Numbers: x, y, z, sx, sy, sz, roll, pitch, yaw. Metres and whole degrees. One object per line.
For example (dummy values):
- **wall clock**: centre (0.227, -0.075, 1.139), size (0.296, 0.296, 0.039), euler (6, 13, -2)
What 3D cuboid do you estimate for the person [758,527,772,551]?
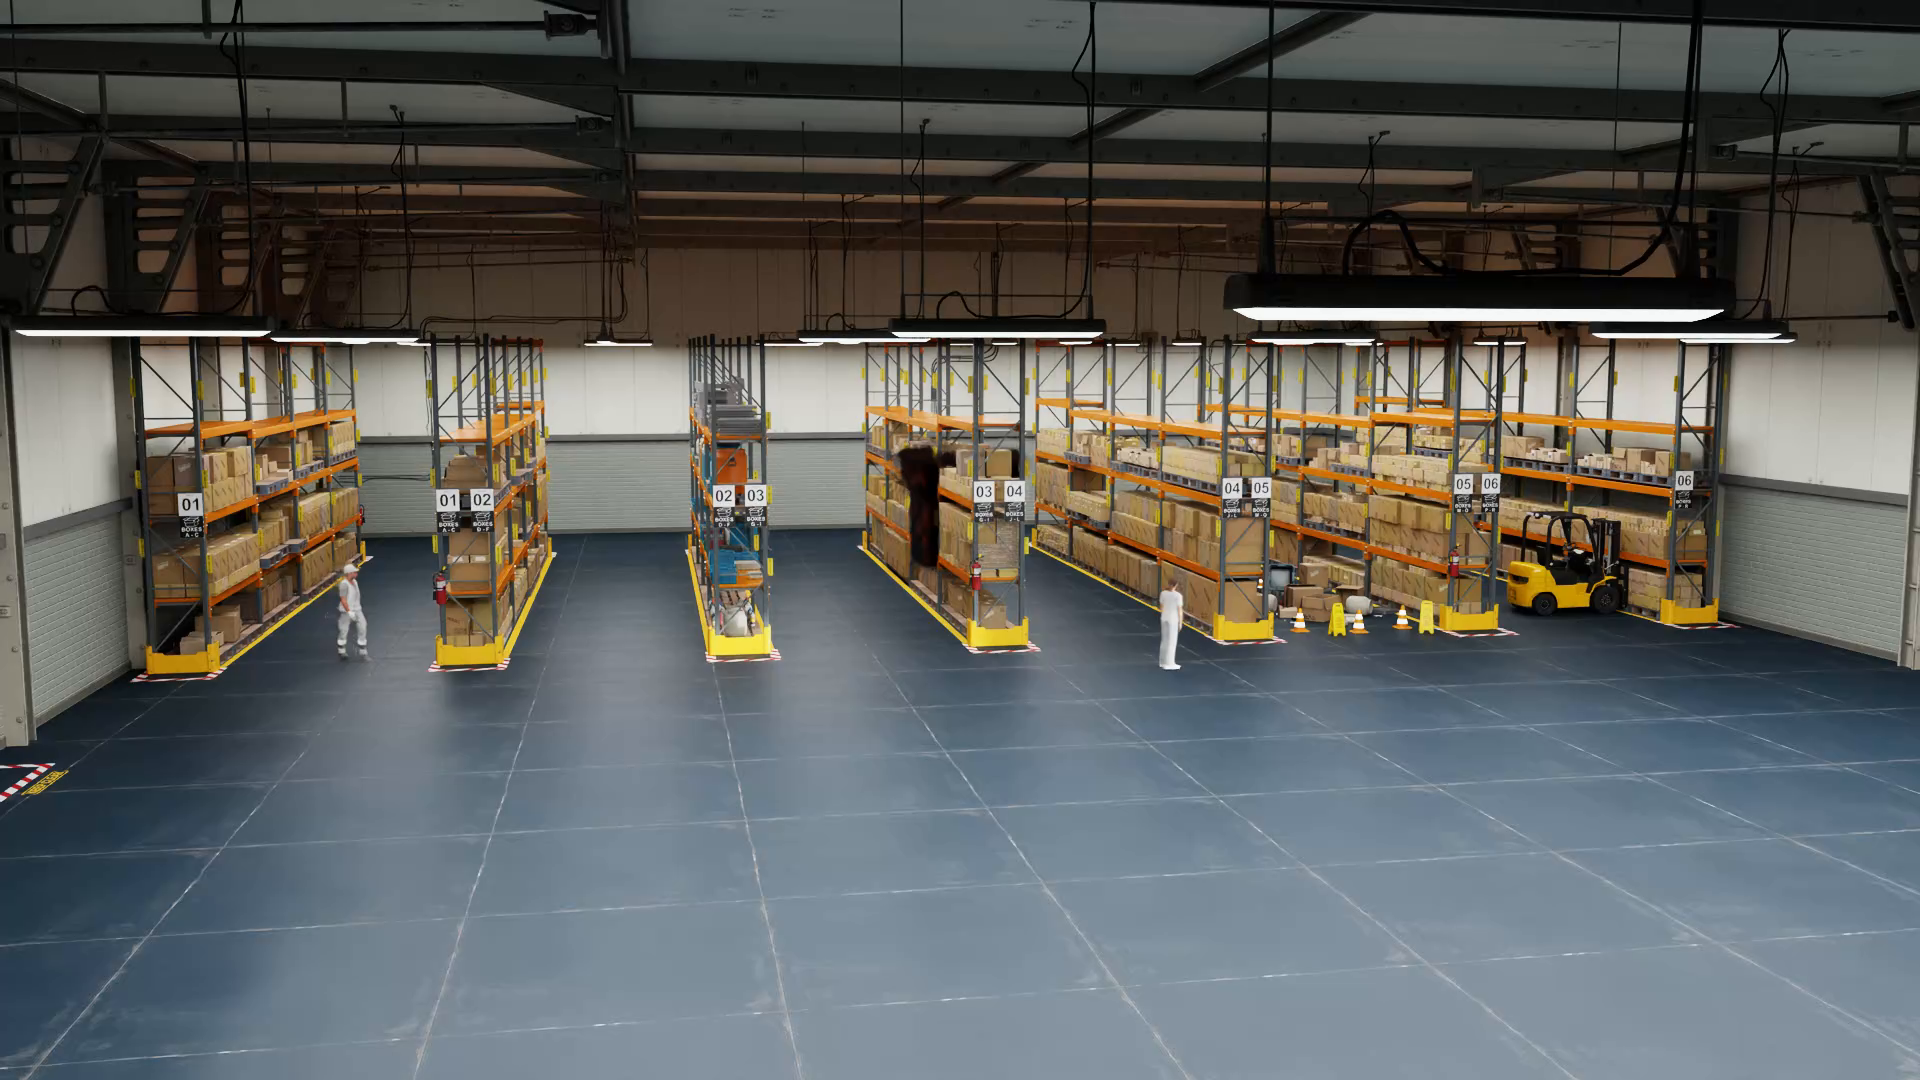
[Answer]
- **person**: centre (-5.618, -0.536, 47.549), size (0.501, 1.664, 0.470), euler (0, 7, -4)

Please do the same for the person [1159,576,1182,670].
- **person**: centre (3.789, 1.480, 29.791), size (0.458, 1.683, 0.358), euler (5, 8, 39)

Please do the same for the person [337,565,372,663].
- **person**: centre (-11.198, 1.344, 30.551), size (0.484, 1.797, 0.841), euler (-6, 9, -45)

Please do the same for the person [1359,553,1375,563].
- **person**: centre (10.985, -0.265, 44.863), size (0.477, 1.729, 0.555), euler (0, 7, 4)
